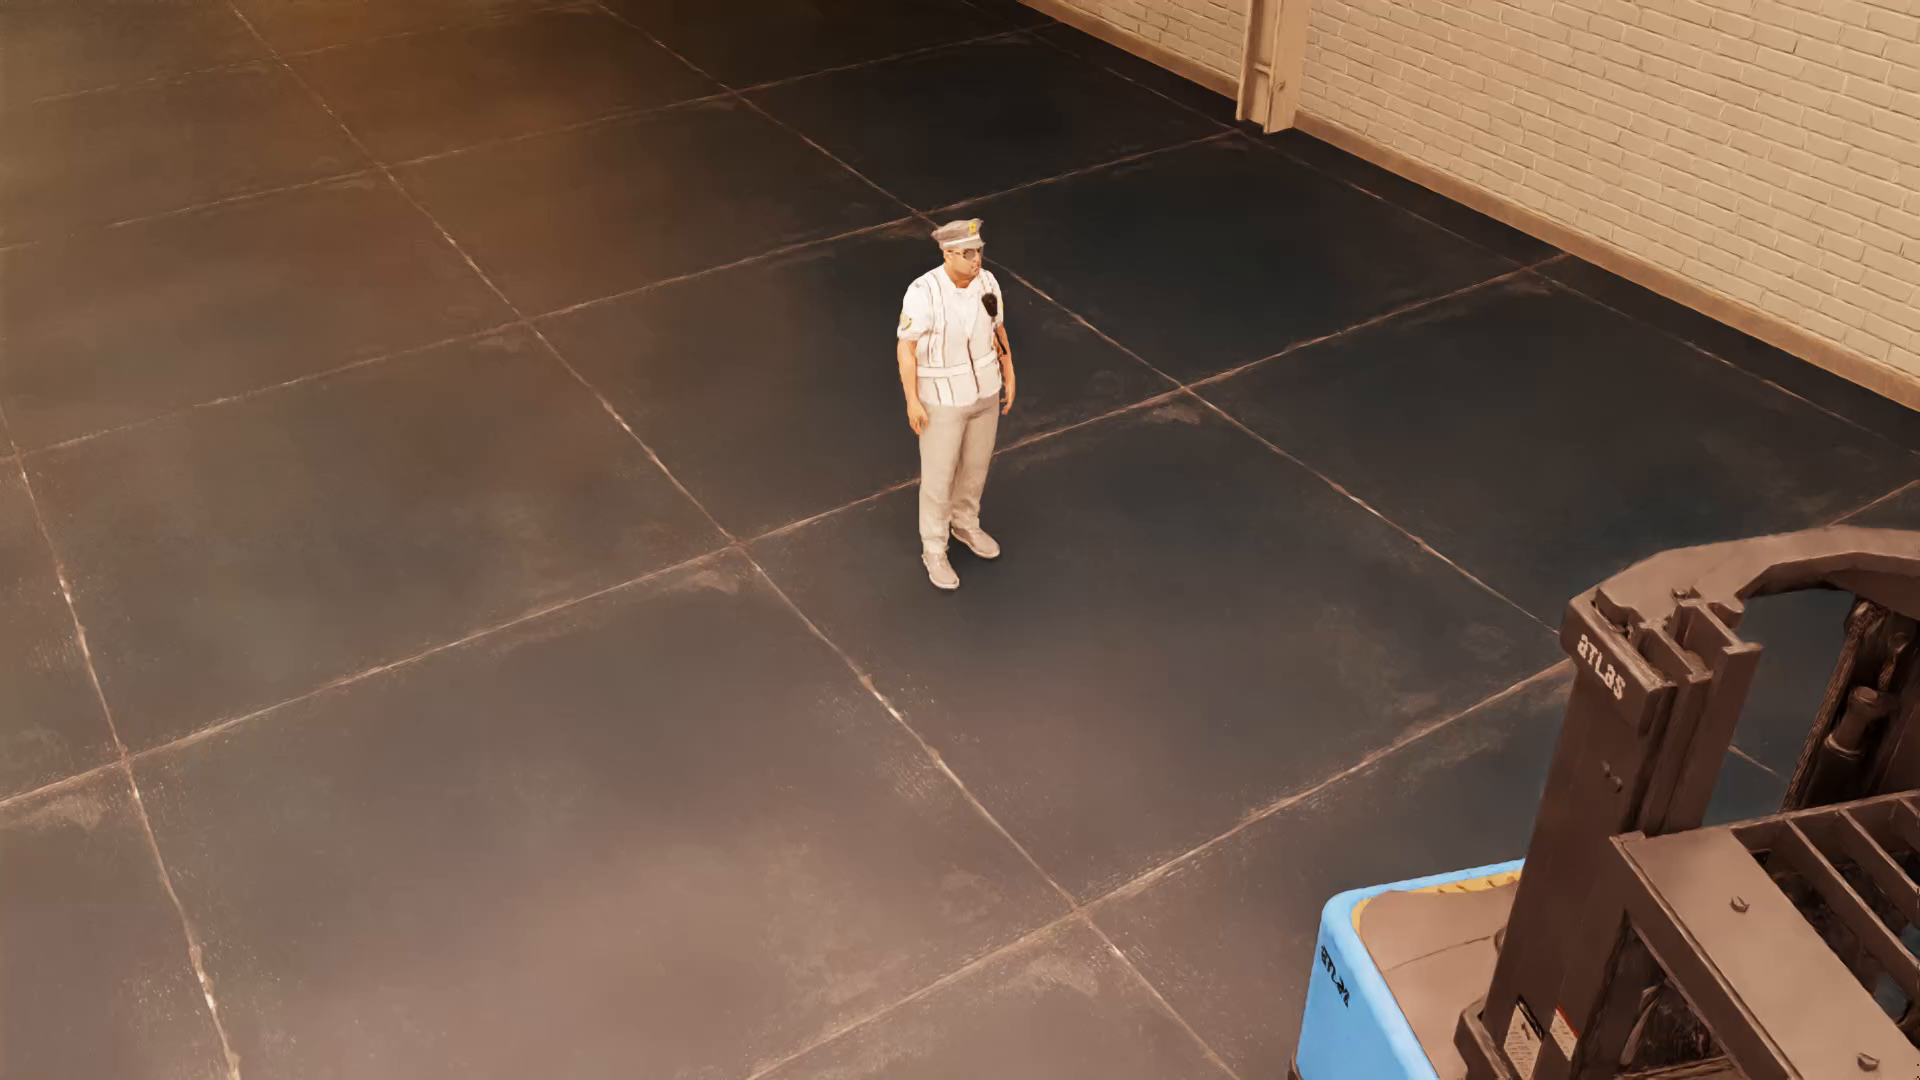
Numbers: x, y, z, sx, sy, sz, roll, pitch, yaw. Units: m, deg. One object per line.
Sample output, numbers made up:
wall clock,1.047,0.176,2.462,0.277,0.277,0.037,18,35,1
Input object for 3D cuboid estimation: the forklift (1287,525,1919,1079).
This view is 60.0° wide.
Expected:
forklift,1.955,1.561,3.927,1.130,2.935,3.031,-8,36,-11

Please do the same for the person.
person,0.033,-0.693,8.122,0.640,1.778,0.574,-21,40,-27
